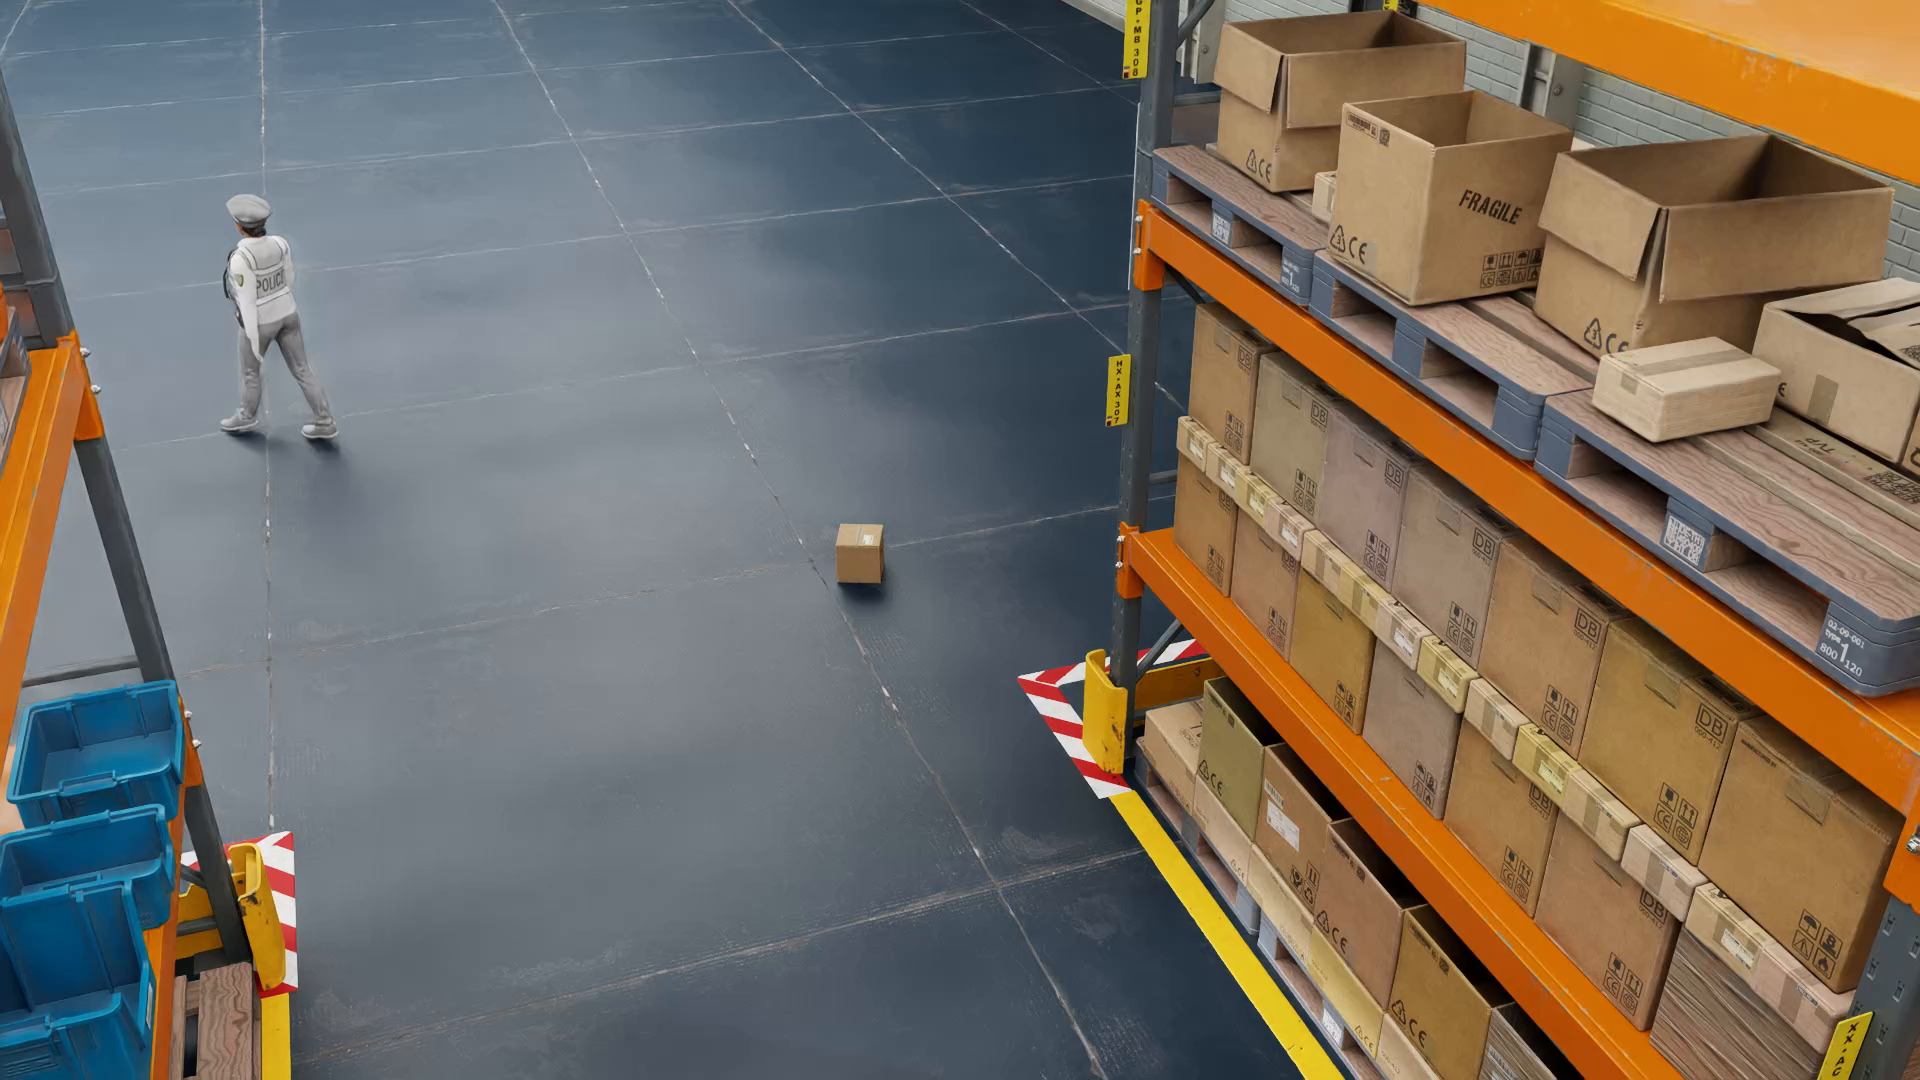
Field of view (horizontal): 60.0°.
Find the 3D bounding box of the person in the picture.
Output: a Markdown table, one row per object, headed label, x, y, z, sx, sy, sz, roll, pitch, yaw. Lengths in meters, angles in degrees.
| label | x | y | z | sx | sy | sz | roll | pitch | yaw |
| --- | --- | --- | --- | --- | --- | --- | --- | --- | --- |
| person | -4.554 | -1.455 | 10.806 | 0.869 | 1.657 | 0.520 | 16 | 34 | 26 |
